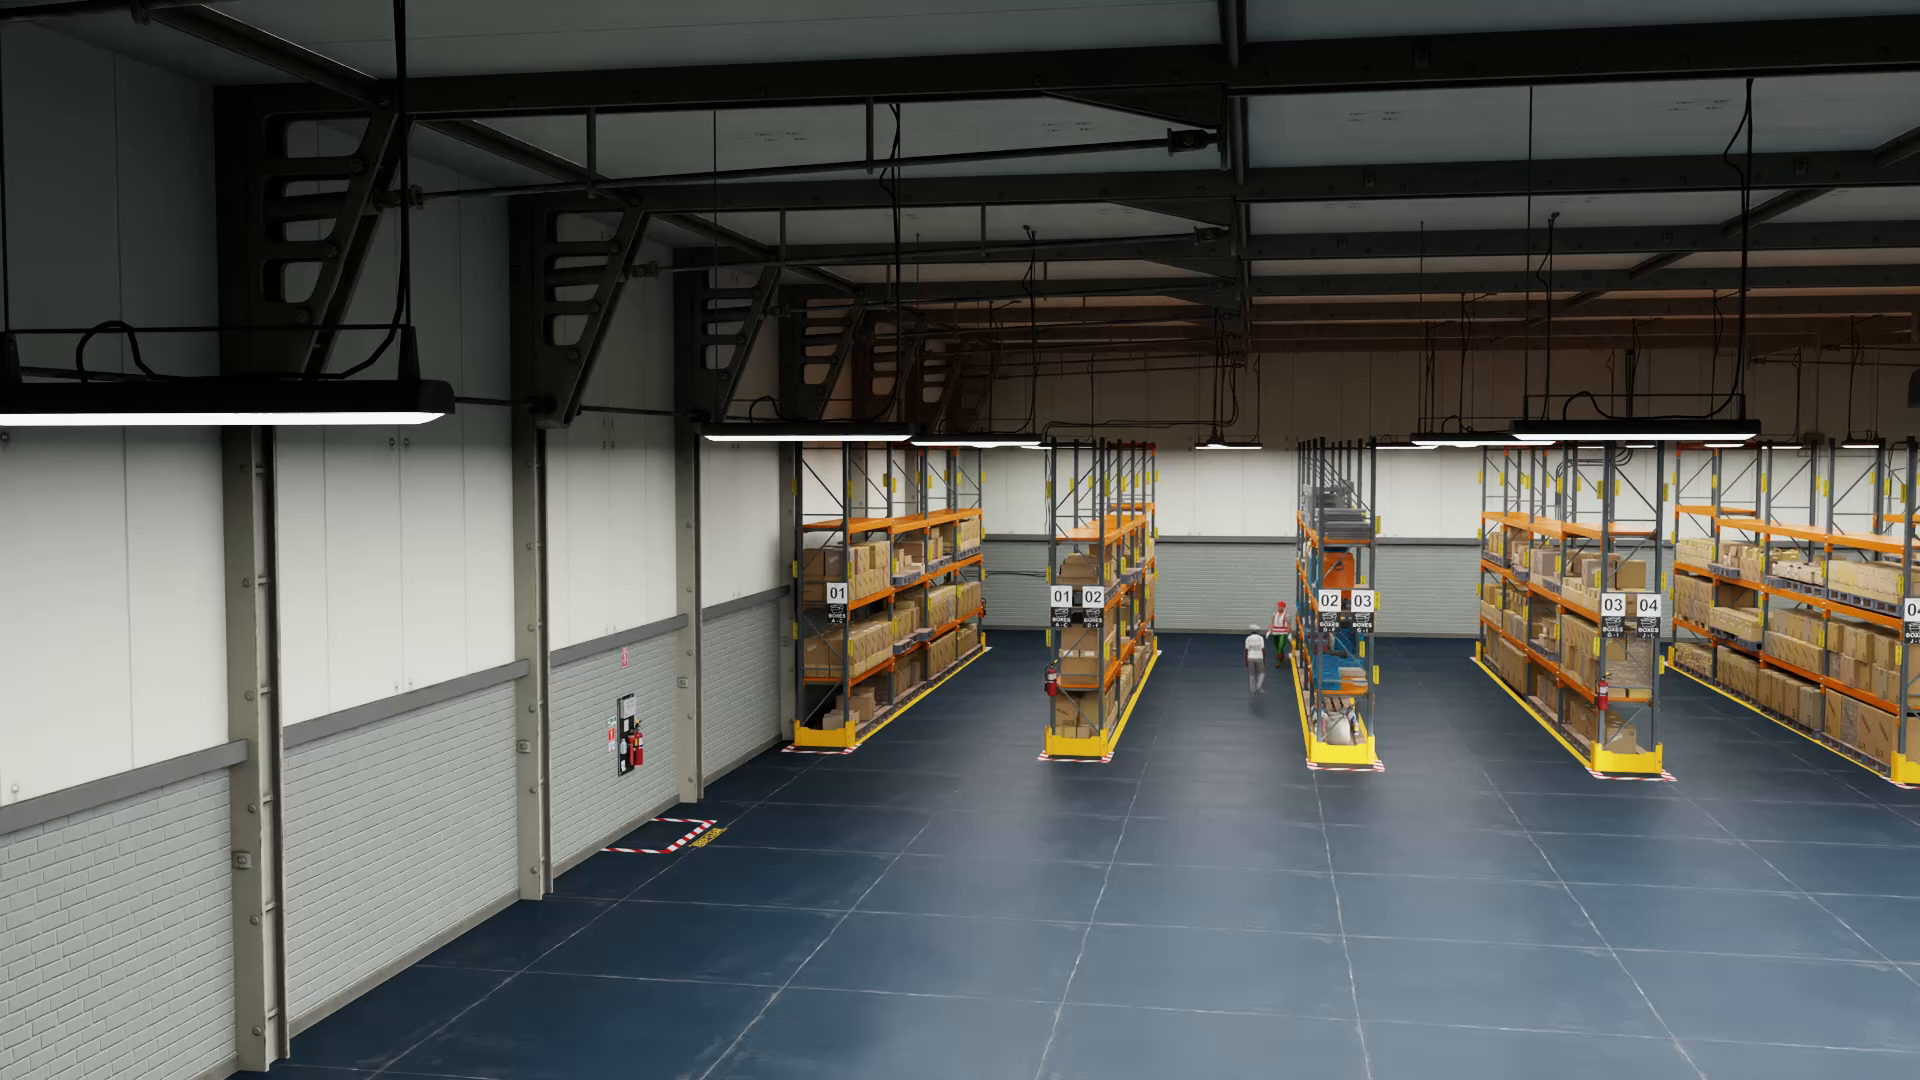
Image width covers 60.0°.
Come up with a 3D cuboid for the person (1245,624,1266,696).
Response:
[{"bbox_3d":[6.922,2.816,38.959,0.497,1.677,0.457,1,3,18],"label":"person"}]

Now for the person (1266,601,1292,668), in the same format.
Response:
[{"bbox_3d":[8.506,2.505,44.307,0.659,1.745,1.071,2,3,30],"label":"person"}]
